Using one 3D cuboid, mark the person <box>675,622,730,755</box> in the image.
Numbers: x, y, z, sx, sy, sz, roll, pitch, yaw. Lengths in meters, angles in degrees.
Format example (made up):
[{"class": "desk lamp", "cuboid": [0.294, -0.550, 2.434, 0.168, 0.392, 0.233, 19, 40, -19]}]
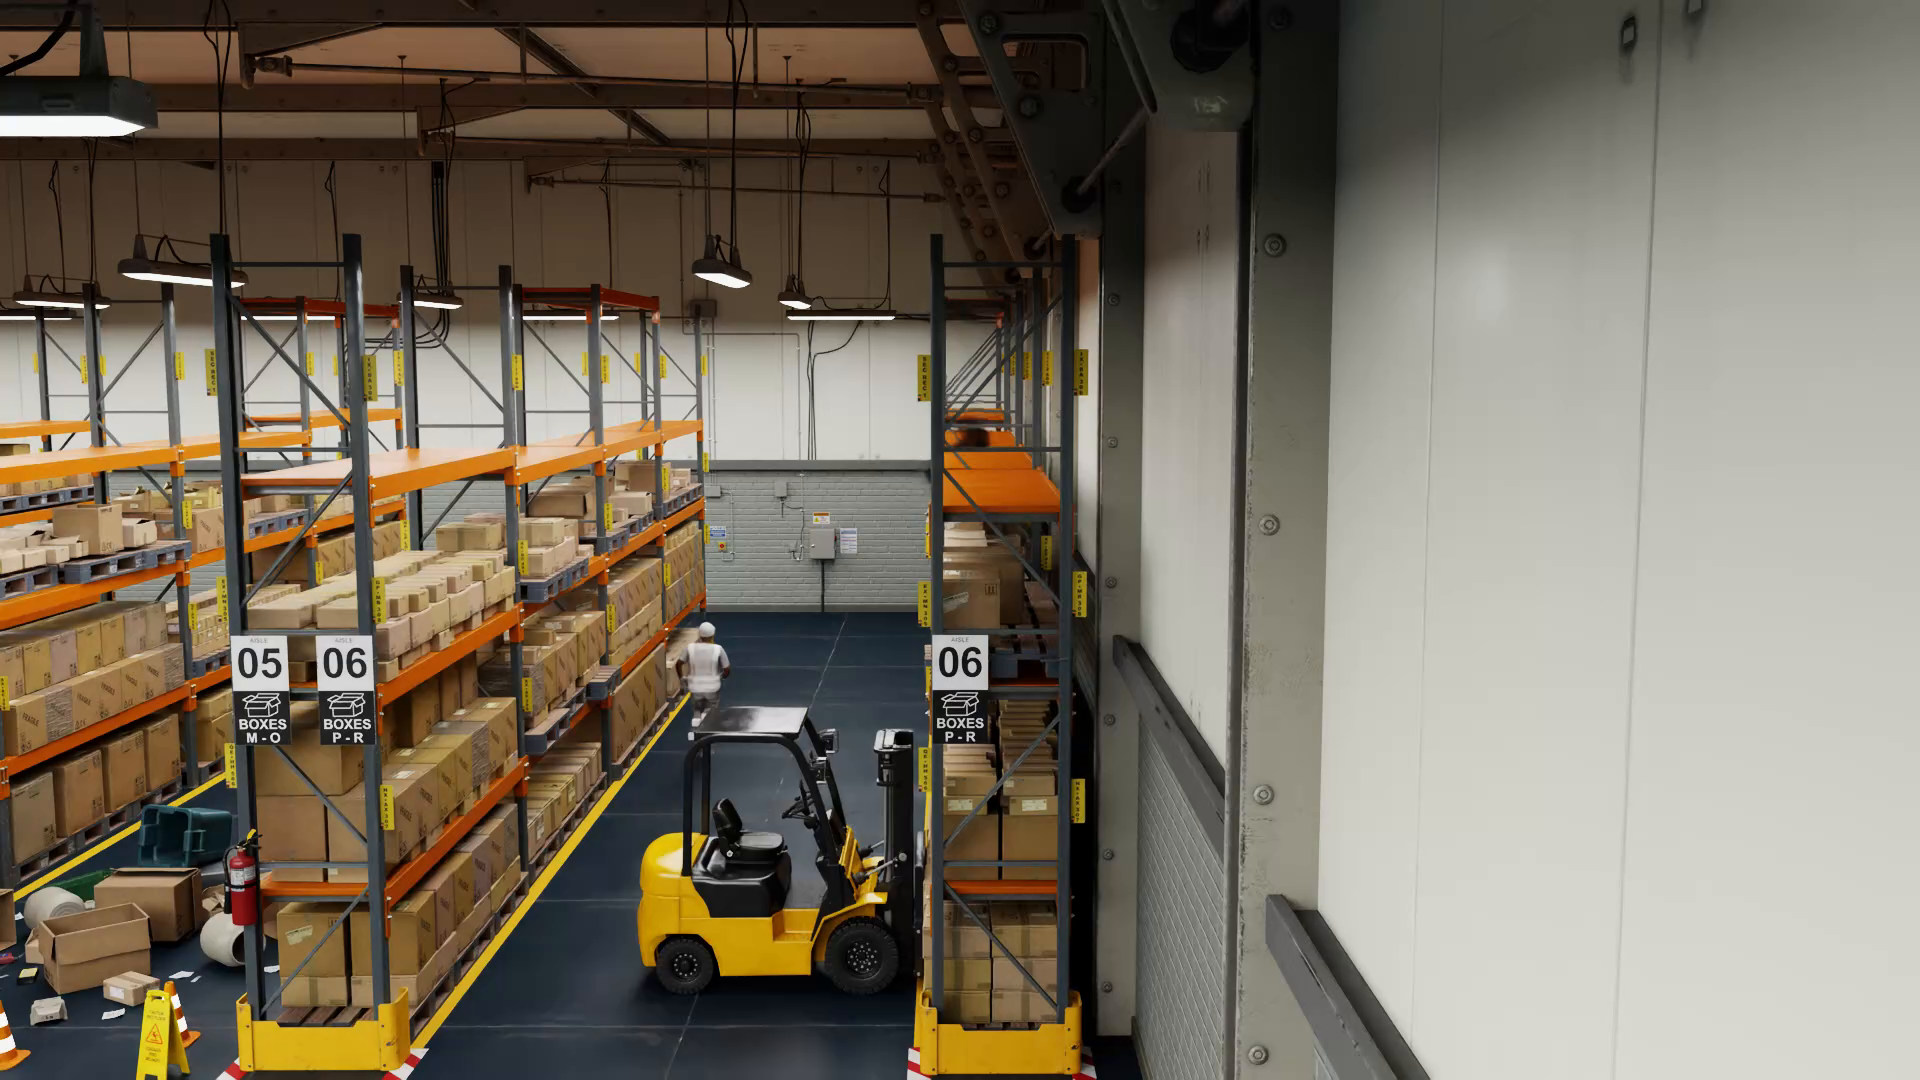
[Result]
[{"class": "person", "cuboid": [-3.313, 1.915, 21.604, 0.687, 1.737, 0.551, 0, 6, 1]}]
